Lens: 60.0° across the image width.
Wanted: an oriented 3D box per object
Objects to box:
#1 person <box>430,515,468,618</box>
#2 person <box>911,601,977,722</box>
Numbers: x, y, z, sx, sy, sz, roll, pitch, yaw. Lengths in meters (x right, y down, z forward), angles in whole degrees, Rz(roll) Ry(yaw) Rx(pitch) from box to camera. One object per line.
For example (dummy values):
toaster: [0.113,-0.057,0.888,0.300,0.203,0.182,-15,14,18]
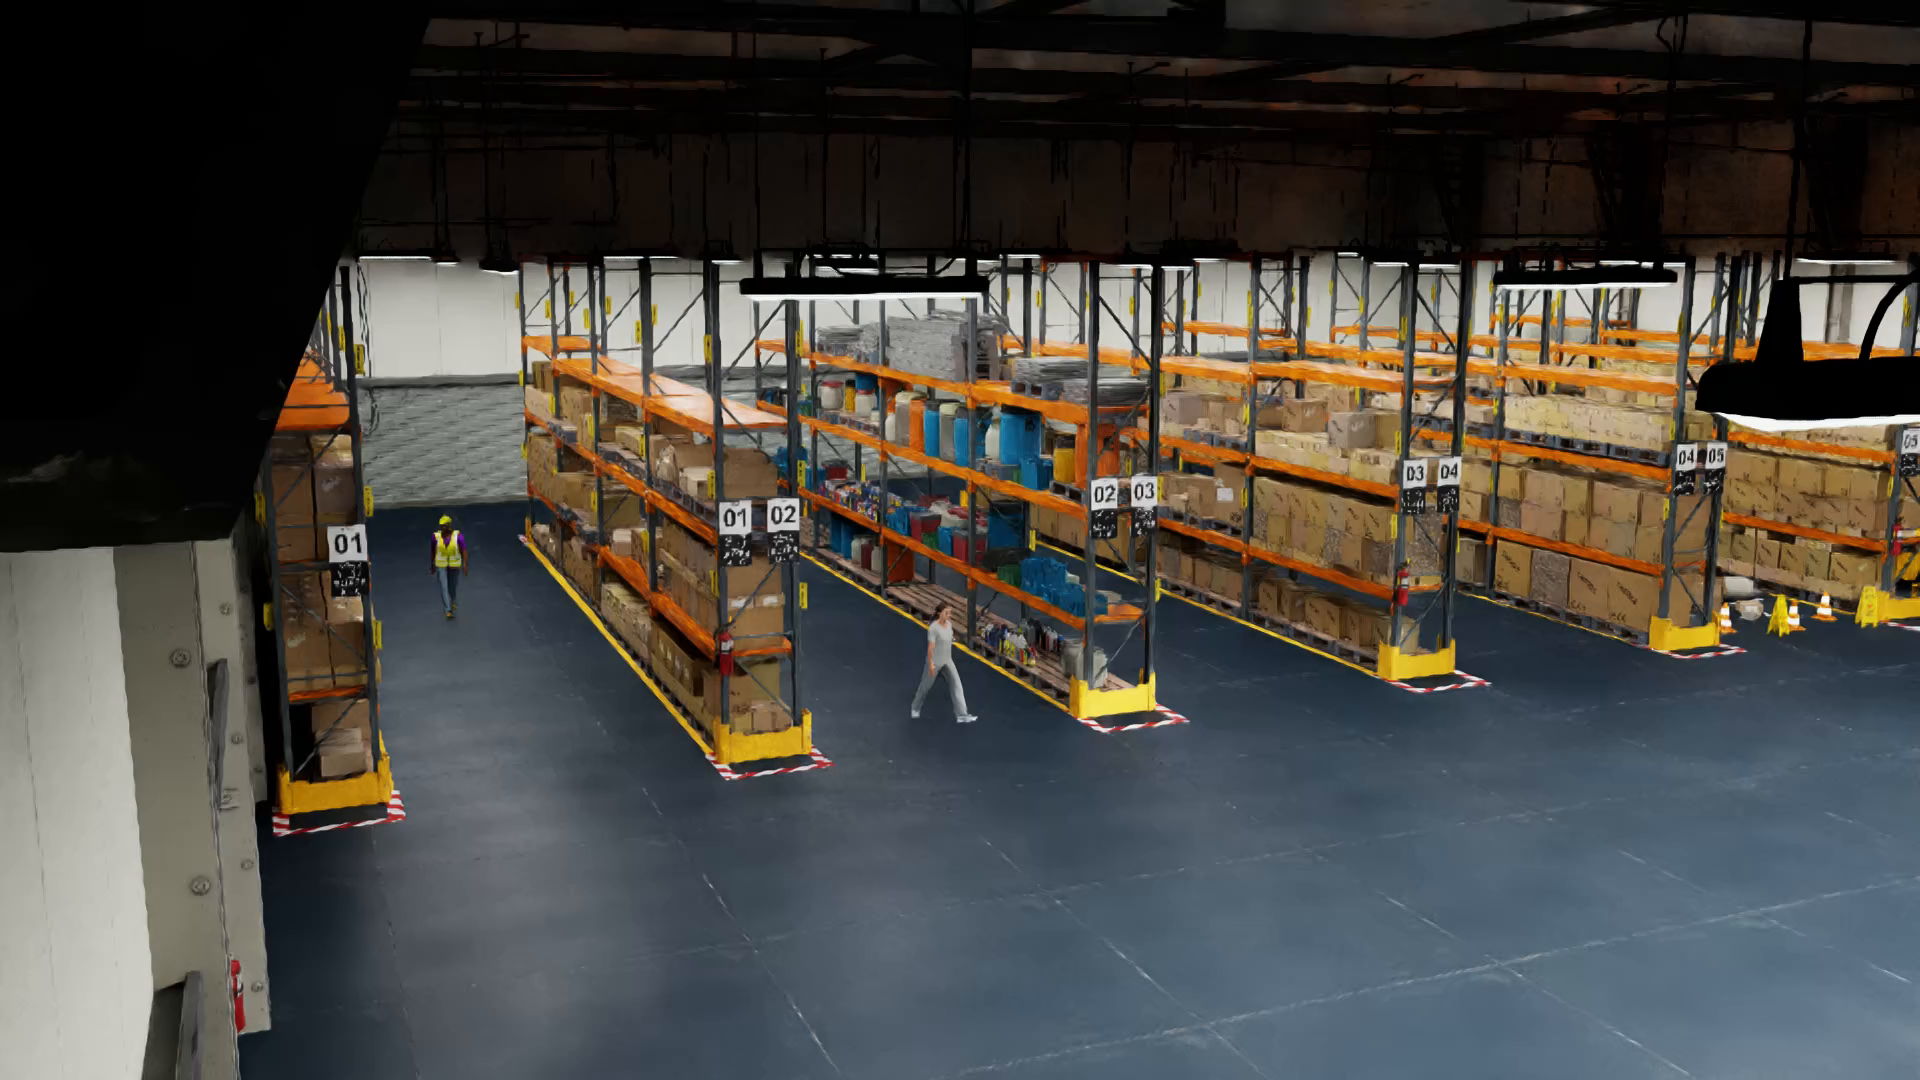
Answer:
person: [-8.592,0.419,27.994,0.589,1.716,1.043,-5,11,-23]
person: [-0.254,1.610,21.854,0.948,1.587,0.481,10,14,43]
